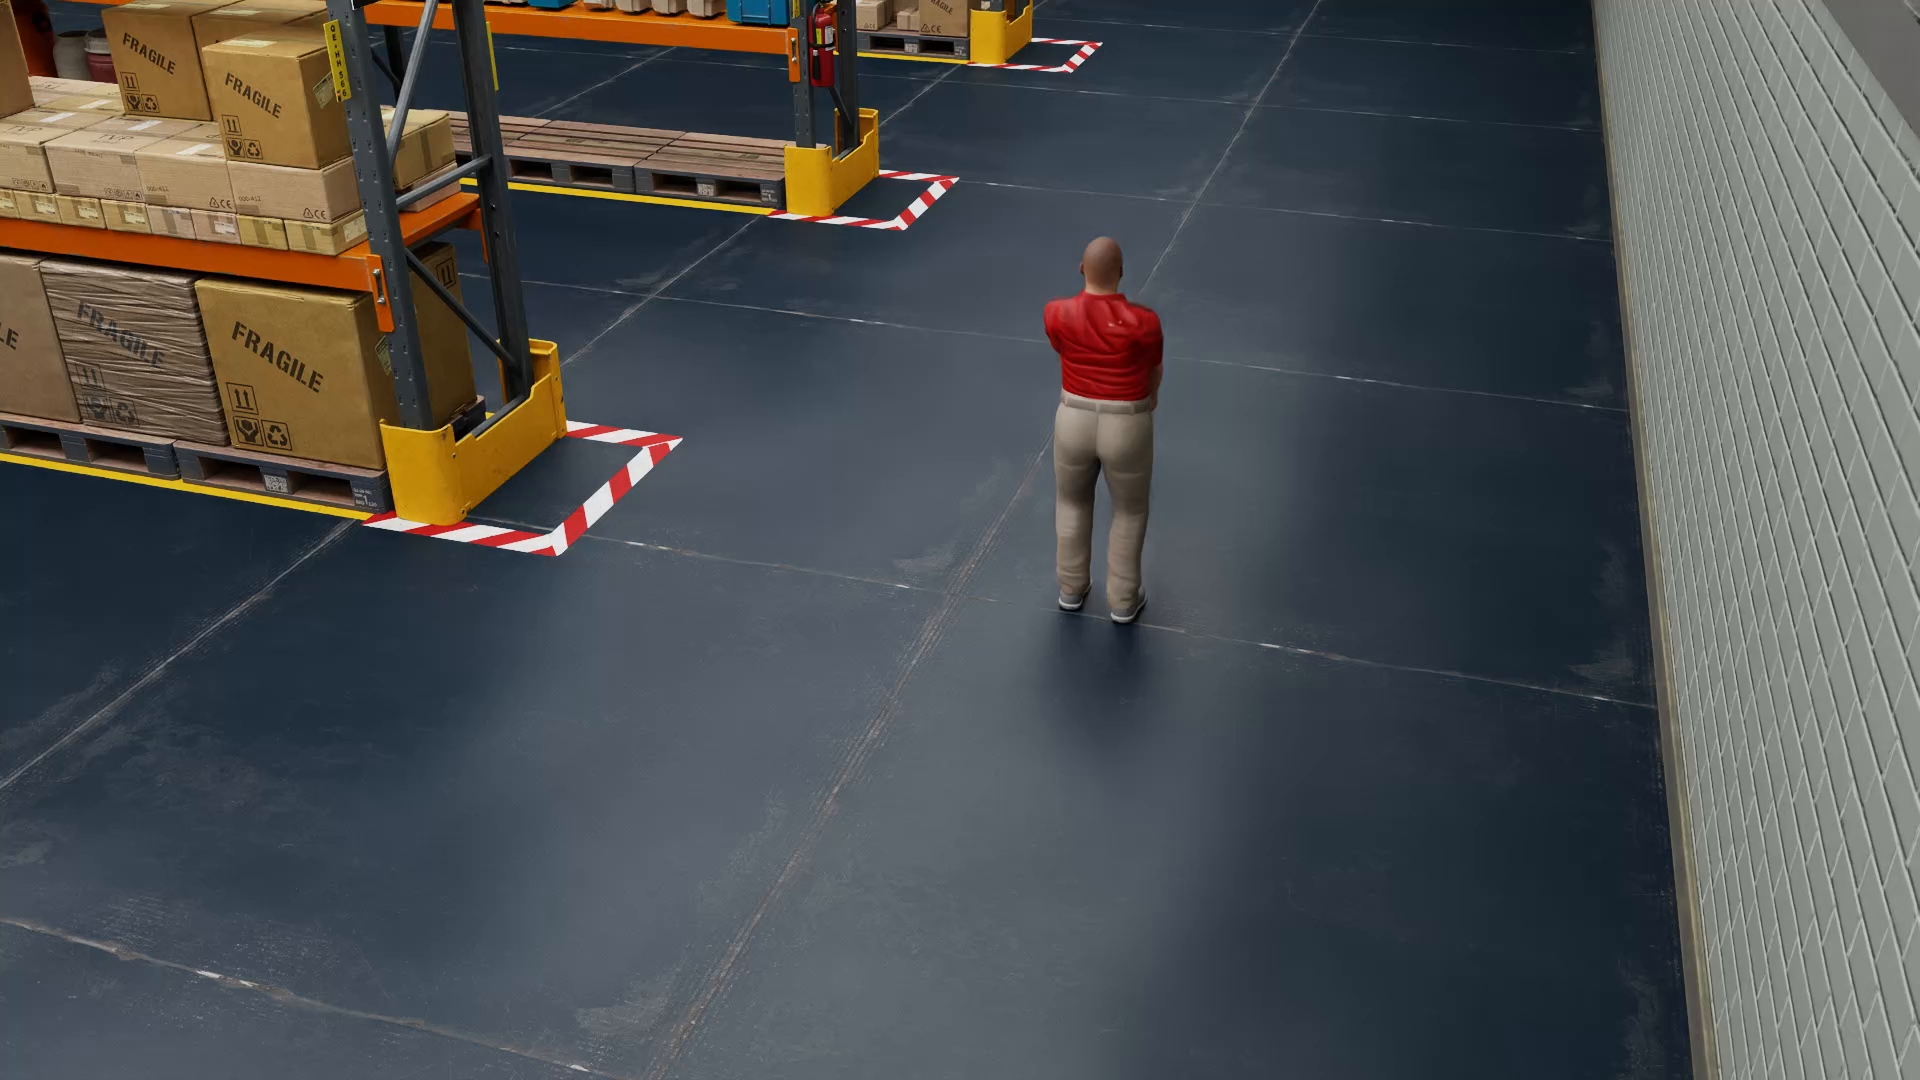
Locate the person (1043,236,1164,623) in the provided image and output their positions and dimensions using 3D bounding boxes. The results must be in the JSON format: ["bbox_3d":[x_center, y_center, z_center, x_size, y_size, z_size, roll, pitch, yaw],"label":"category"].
[{"bbox_3d":[0.617,-0.499,7.054,0.493,1.719,0.538,9,30,16],"label":"person"}]
